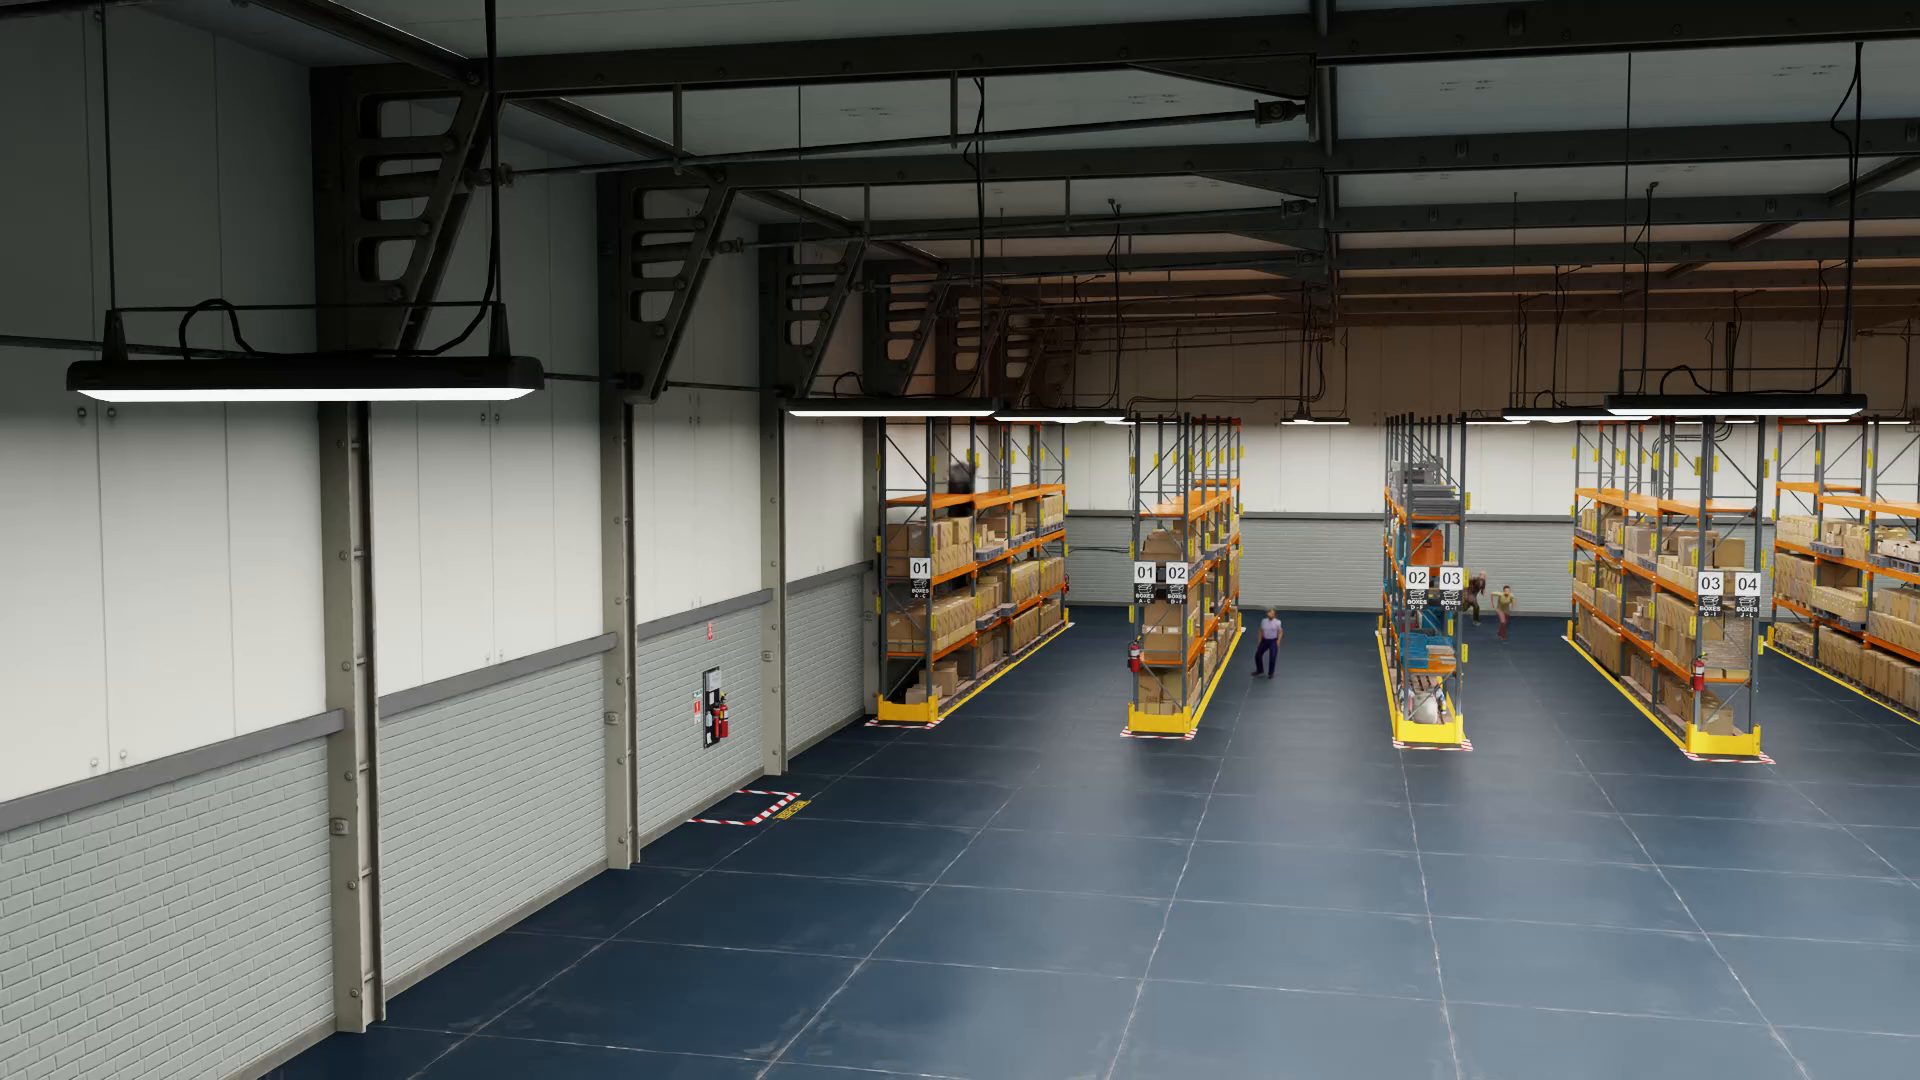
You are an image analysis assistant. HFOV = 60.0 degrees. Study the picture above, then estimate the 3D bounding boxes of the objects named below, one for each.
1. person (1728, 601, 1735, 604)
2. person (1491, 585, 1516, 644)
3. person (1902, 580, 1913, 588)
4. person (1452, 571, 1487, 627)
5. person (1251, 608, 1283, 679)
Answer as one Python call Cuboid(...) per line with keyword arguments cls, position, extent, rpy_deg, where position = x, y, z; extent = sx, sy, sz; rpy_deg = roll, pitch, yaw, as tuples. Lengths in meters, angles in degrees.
Cuboid(cls="person", position=(19.667, 2.058, 42.290), extent=(0.532, 1.579, 0.857), rpy_deg=(1, 4, 21))
Cuboid(cls="person", position=(14.421, 1.973, 44.213), extent=(0.617, 1.606, 0.945), rpy_deg=(0, 4, 4))
Cuboid(cls="person", position=(24.970, 1.906, 44.000), extent=(0.695, 1.718, 0.586), rpy_deg=(0, 4, 3))
Cuboid(cls="person", position=(14.749, 1.672, 48.216), extent=(0.699, 1.610, 1.137), rpy_deg=(-4, 5, -43))
Cuboid(cls="person", position=(6.974, 2.361, 37.850), extent=(0.741, 1.613, 0.563), rpy_deg=(2, 4, 22))
